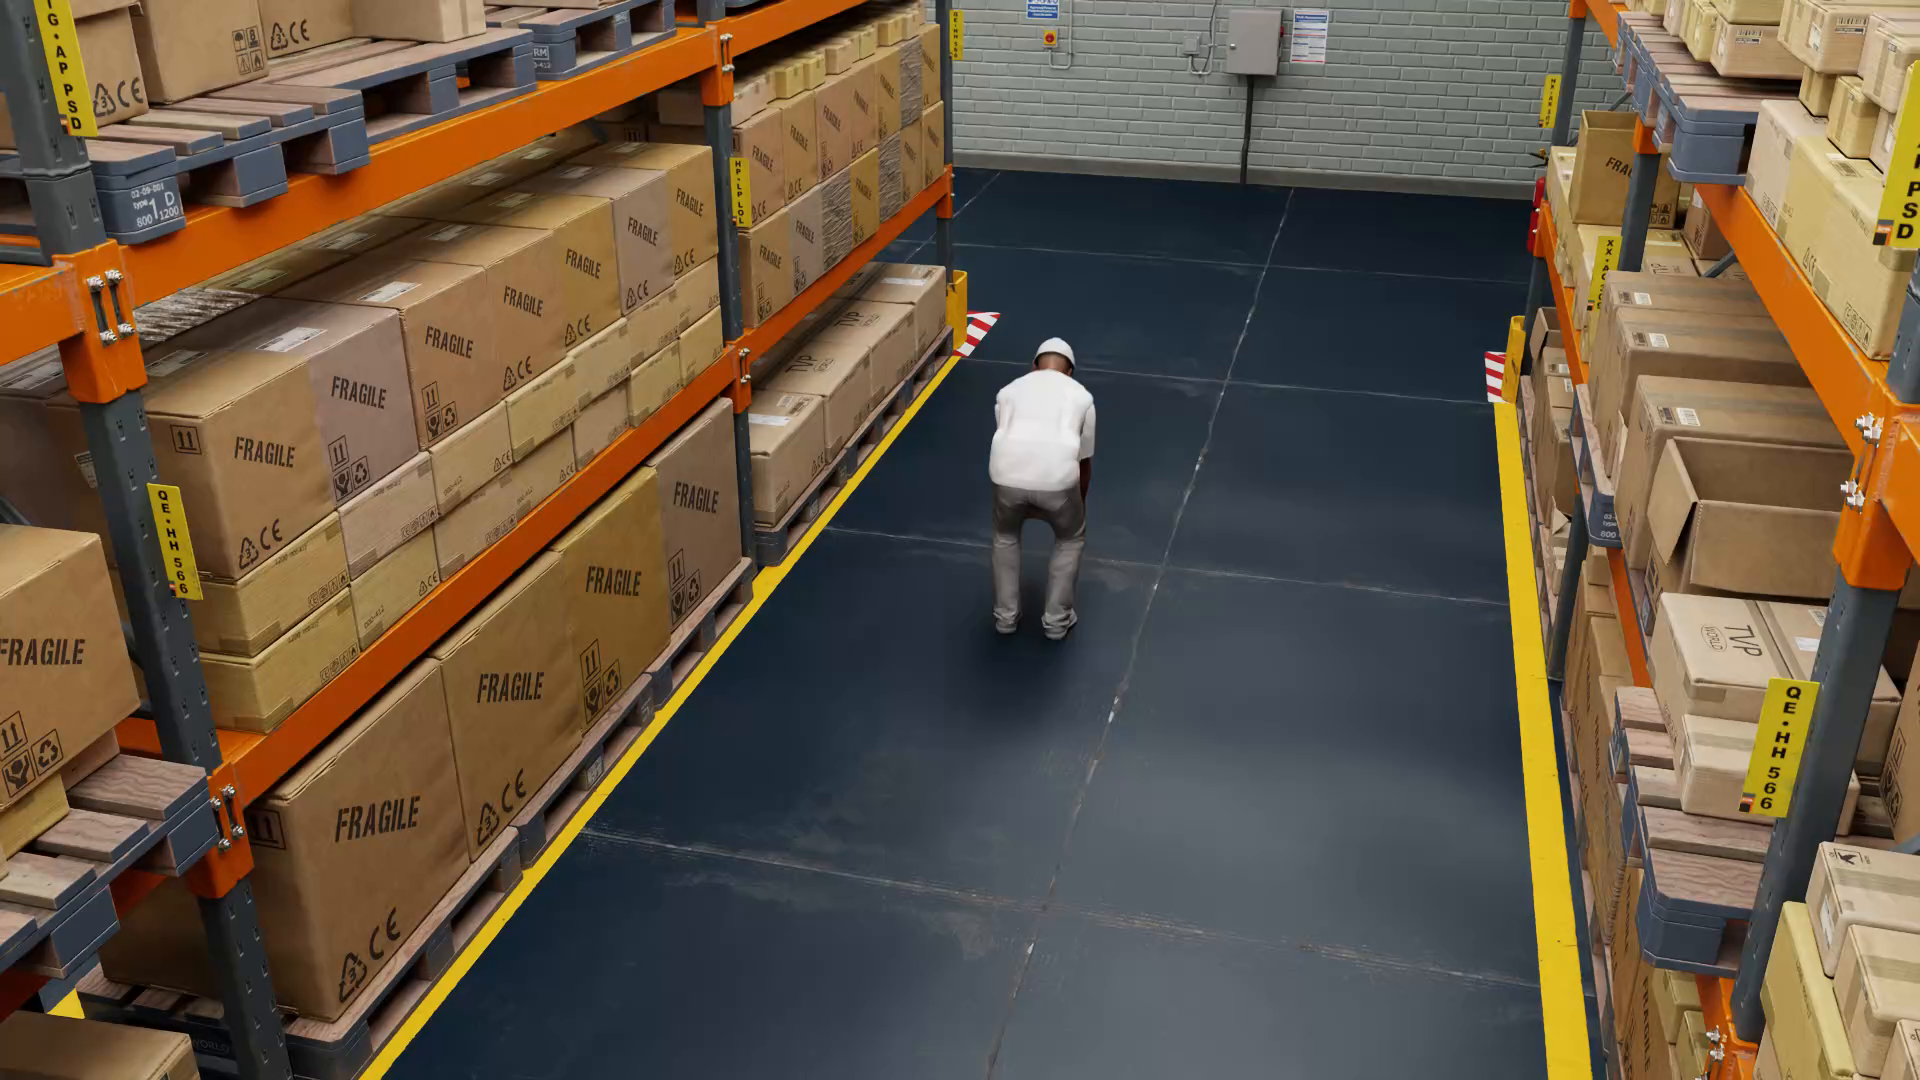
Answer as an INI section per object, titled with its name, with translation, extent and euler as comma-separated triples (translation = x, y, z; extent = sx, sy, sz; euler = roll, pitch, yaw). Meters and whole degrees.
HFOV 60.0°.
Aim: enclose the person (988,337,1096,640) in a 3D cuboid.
[person]
translation = 0.396, -0.256, 8.157
extent = 0.492, 1.311, 0.923
euler = 5, 26, 11
